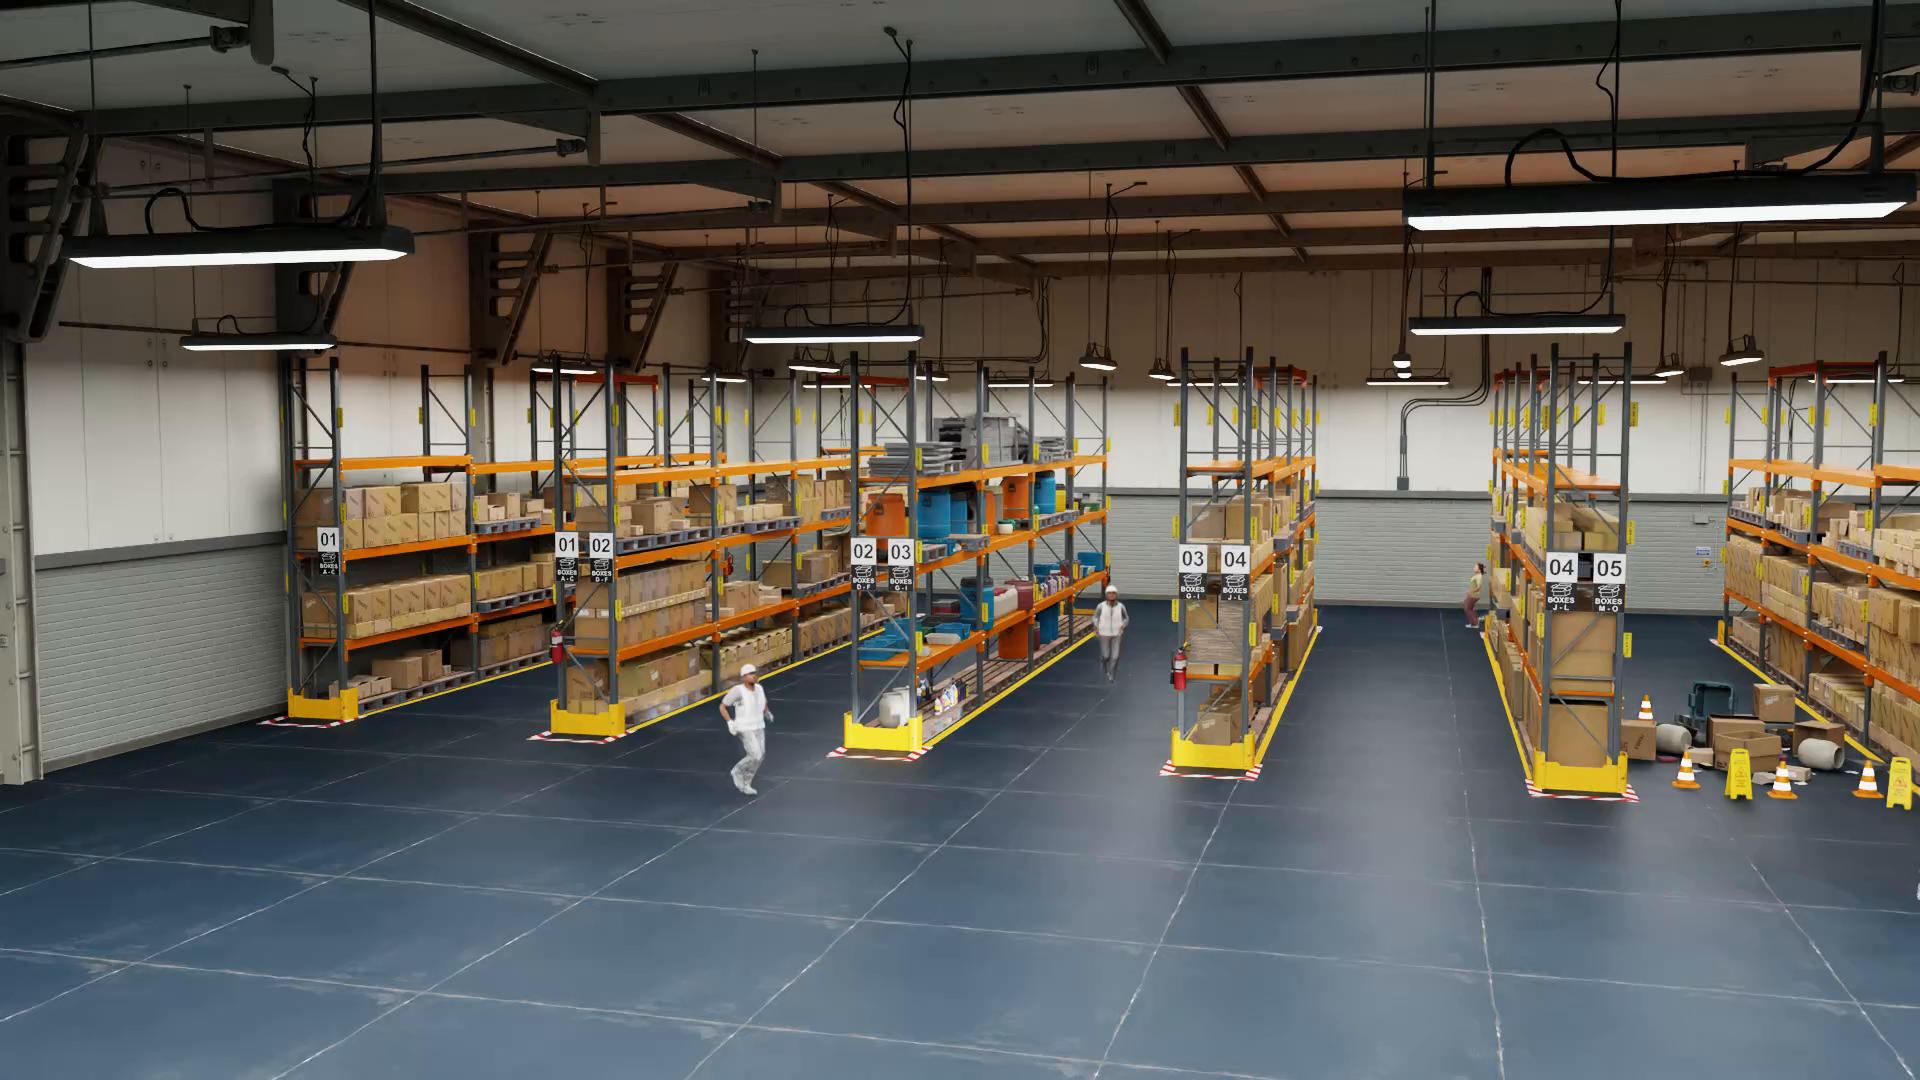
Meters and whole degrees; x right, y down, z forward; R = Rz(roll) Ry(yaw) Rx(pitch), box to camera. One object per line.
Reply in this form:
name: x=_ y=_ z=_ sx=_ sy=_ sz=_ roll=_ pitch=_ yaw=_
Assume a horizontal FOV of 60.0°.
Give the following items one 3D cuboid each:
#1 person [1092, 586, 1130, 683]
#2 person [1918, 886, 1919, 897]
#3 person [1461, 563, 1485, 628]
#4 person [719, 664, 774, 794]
person: x=2.687 y=1.678 z=29.599 sx=0.662 sy=1.729 sz=0.581 roll=0 pitch=4 yaw=2
person: x=10.103 y=2.941 z=16.928 sx=0.540 sy=1.635 sz=0.655 roll=-2 pitch=5 yaw=-26
person: x=12.133 y=1.317 z=39.337 sx=0.556 sy=1.575 sz=0.660 roll=2 pitch=5 yaw=23
person: x=-2.745 y=2.513 z=22.009 sx=0.589 sy=1.739 sz=0.679 roll=3 pitch=5 yaw=38
